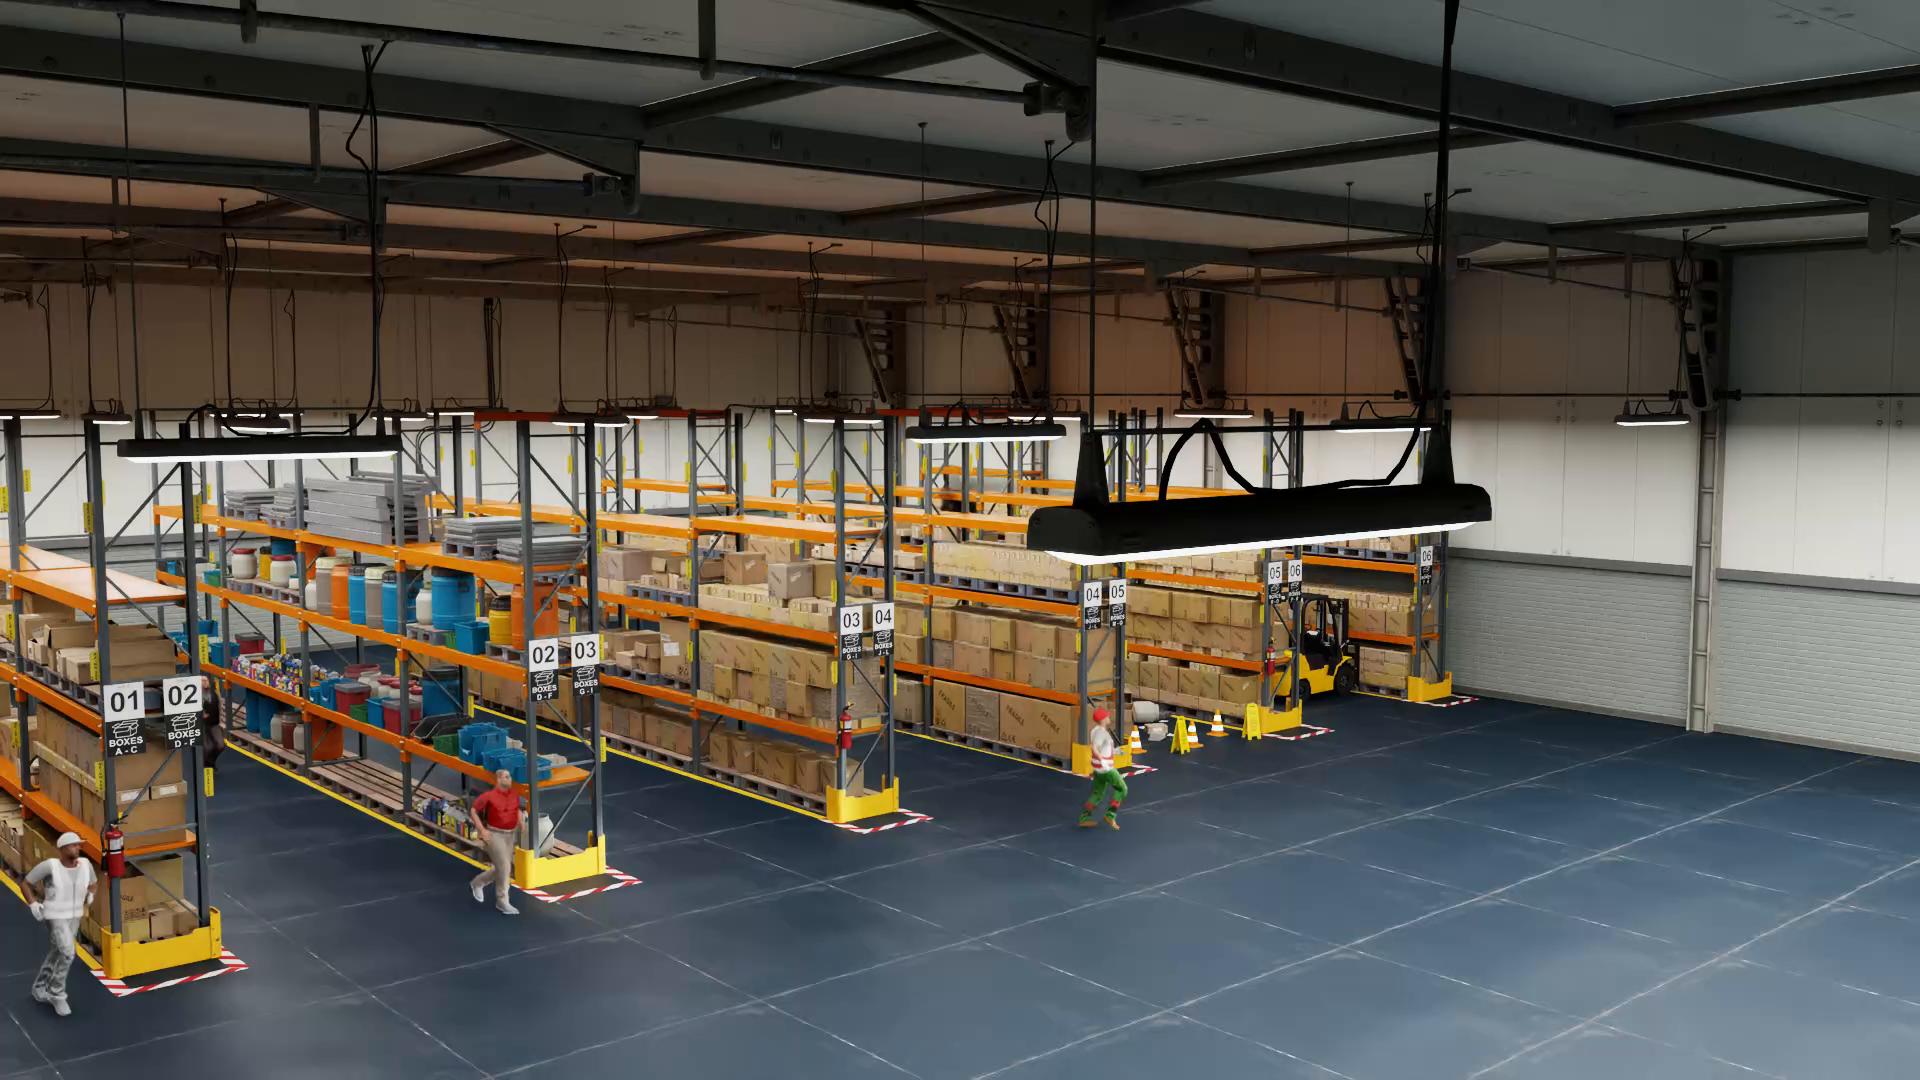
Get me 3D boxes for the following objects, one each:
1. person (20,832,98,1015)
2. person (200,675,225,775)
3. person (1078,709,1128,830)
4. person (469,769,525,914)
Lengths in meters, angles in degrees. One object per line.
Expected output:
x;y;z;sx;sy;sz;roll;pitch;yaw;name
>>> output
-9.295;3.949;17.283;0.711;1.810;0.672;2;5;20;person
-12.396;3.071;27.434;0.602;1.684;0.647;4;7;41;person
2.092;3.336;24.133;0.729;1.788;0.670;-1;5;-14;person
-5.678;3.693;20.552;0.770;1.723;0.690;2;6;26;person
